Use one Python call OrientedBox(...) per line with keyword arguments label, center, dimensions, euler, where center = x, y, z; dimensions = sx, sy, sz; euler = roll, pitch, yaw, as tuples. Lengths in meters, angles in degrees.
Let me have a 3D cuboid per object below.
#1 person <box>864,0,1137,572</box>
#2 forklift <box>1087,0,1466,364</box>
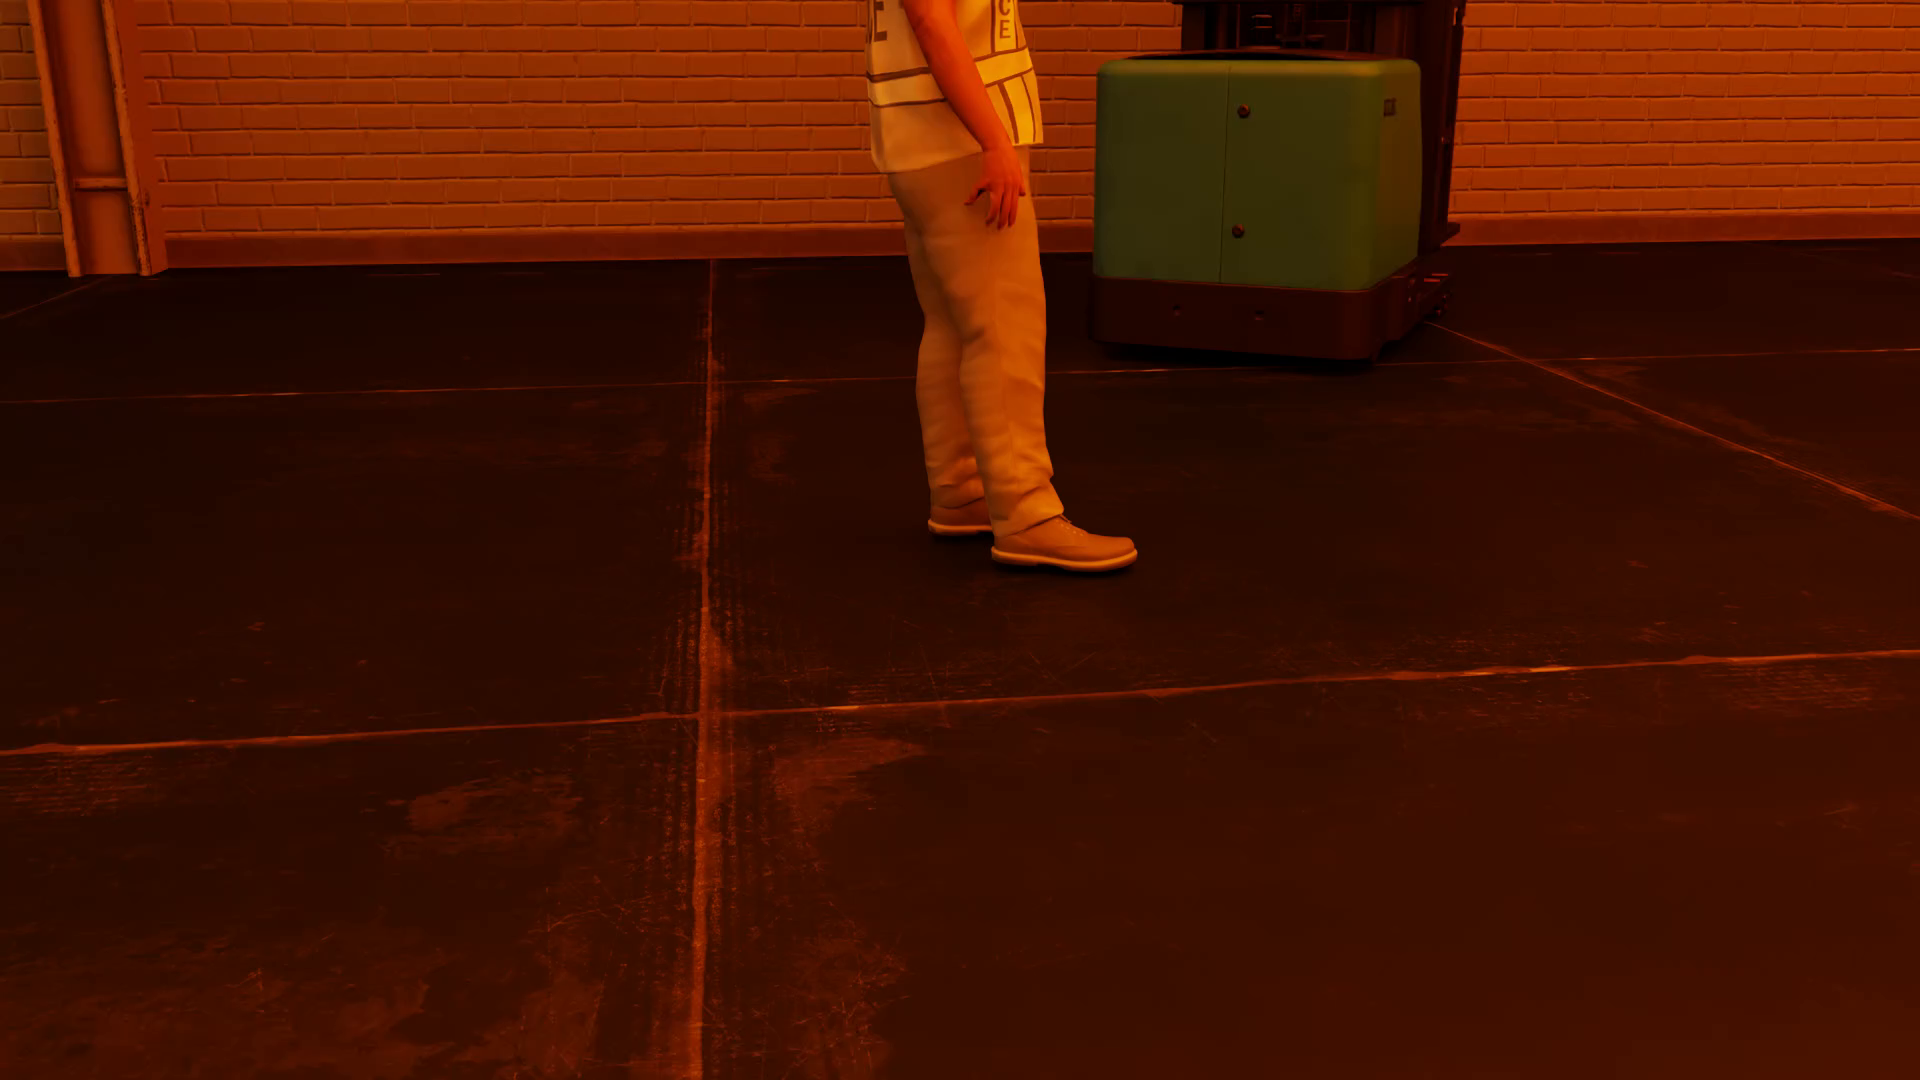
OrientedBox(label="person", center=(0.079, -0.860, 3.707), dimensions=(0.574, 1.779, 0.641), euler=(-2, 17, -8))
OrientedBox(label="forklift", center=(1.542, -2.412, 6.890), dimensions=(1.130, 2.935, 3.031), euler=(7, 18, 23))
